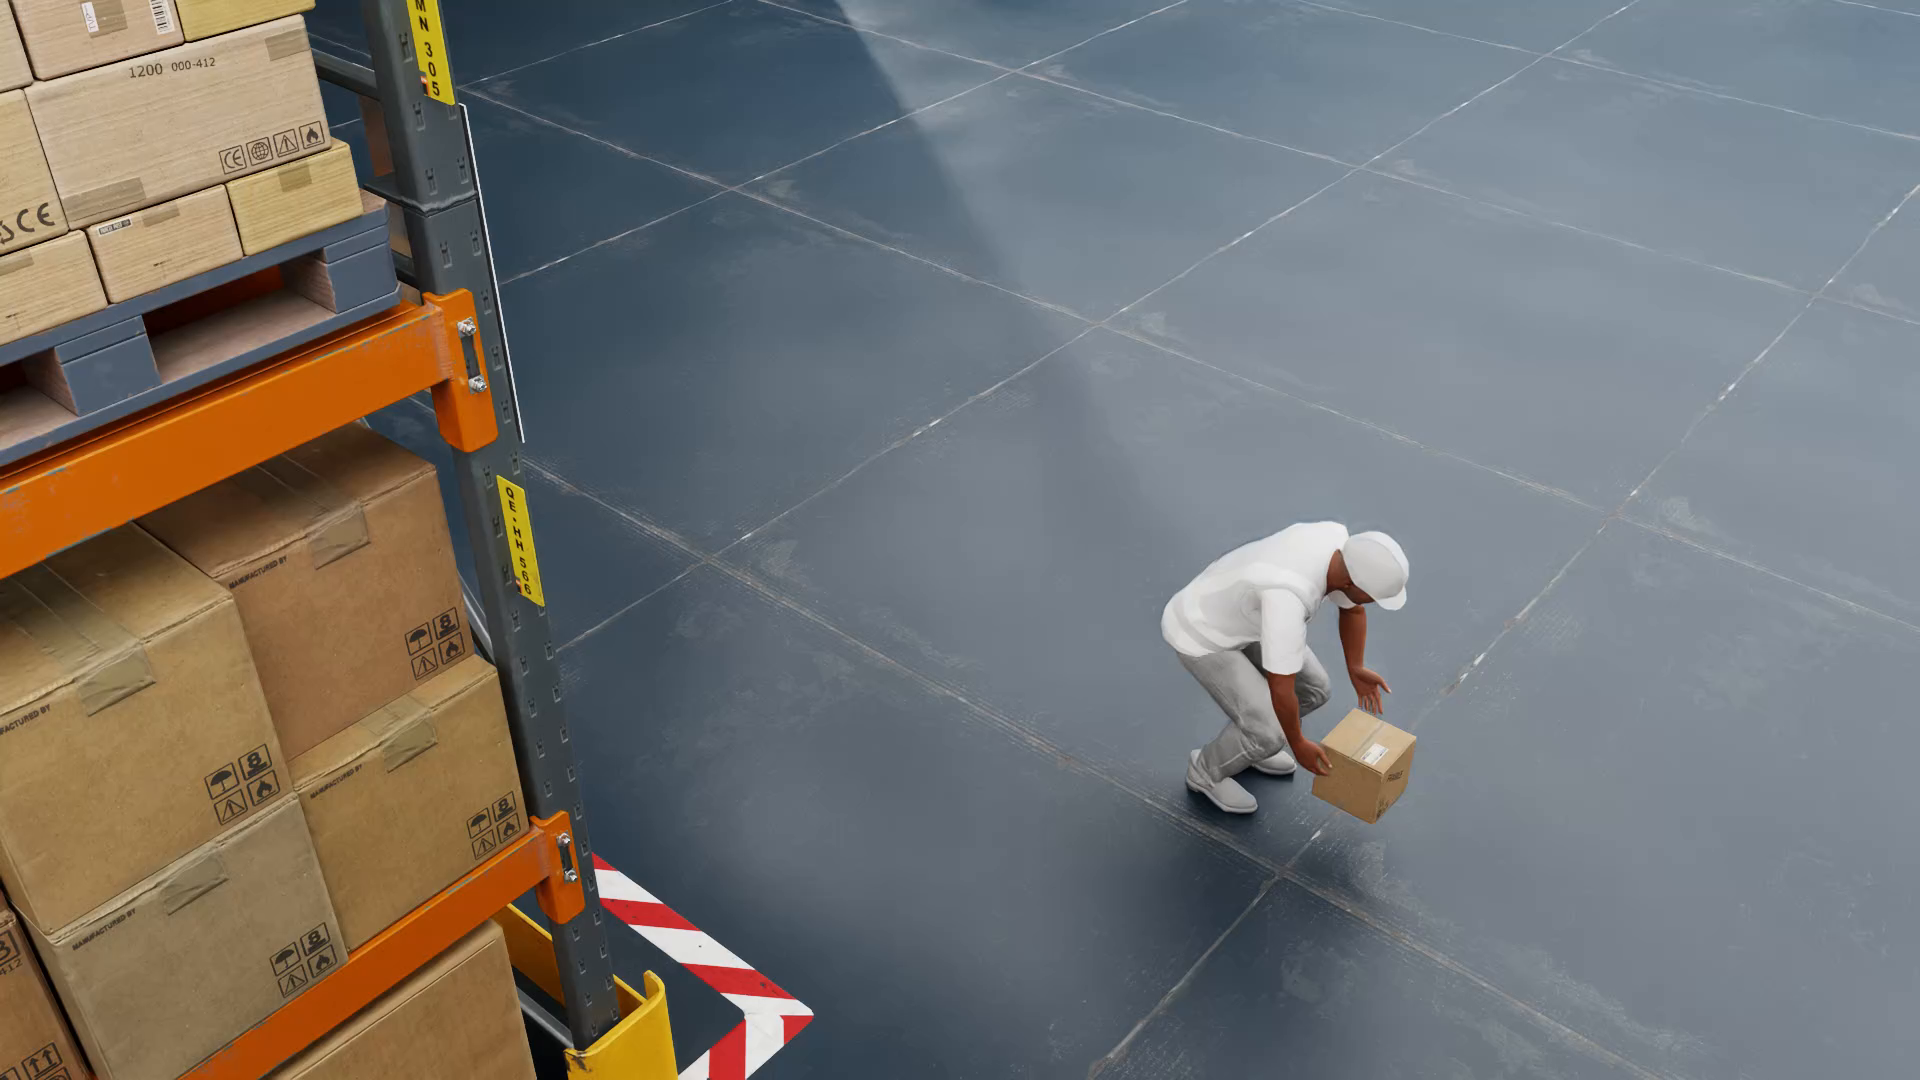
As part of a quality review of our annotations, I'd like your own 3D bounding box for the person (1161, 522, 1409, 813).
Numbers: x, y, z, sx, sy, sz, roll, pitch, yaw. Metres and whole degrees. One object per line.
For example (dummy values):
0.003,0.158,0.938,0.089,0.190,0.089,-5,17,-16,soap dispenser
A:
1.154,0.398,5.997,0.823,1.260,0.626,25,42,32,person
